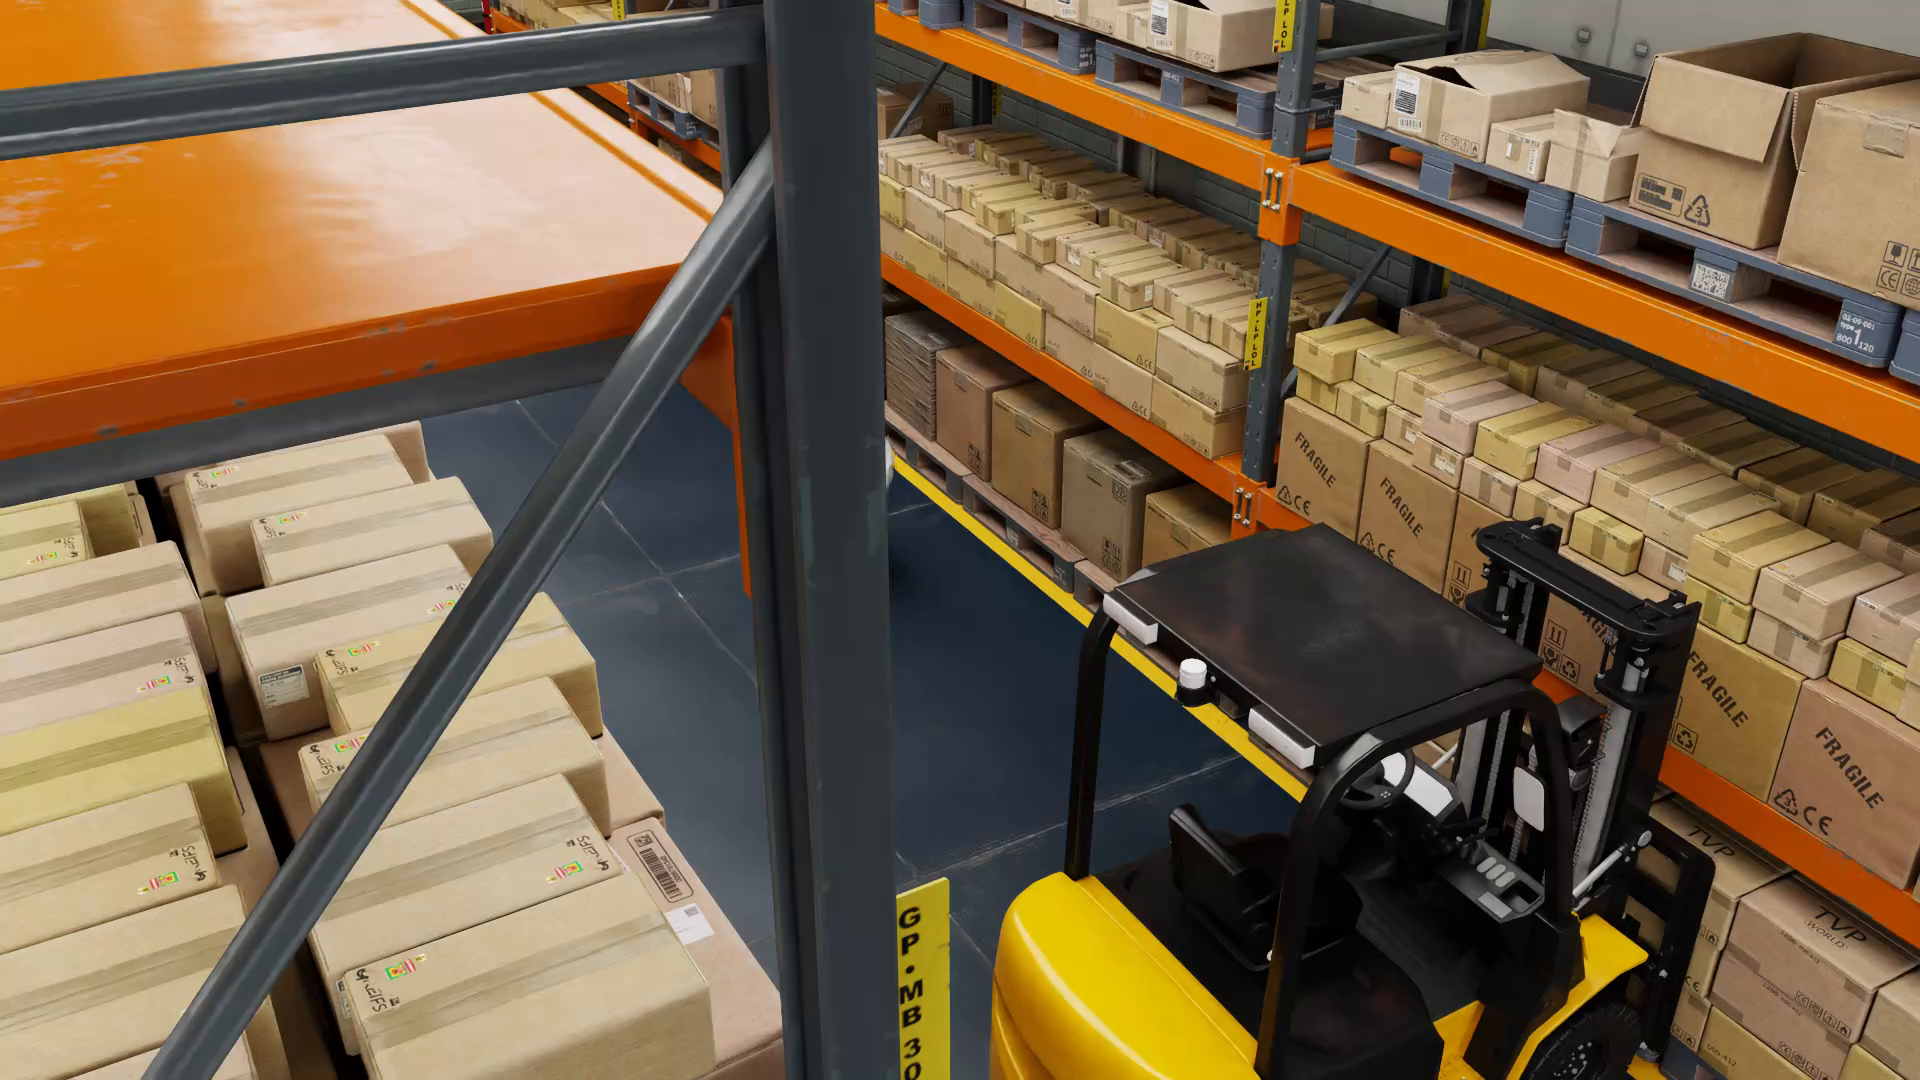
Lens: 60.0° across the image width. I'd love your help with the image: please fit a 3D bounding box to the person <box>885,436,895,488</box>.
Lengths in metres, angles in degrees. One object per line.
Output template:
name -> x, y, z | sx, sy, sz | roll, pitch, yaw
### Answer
person -> -0.735, -0.352, 9.477 | 0.521, 0.966, 0.935 | -17, 33, -27
